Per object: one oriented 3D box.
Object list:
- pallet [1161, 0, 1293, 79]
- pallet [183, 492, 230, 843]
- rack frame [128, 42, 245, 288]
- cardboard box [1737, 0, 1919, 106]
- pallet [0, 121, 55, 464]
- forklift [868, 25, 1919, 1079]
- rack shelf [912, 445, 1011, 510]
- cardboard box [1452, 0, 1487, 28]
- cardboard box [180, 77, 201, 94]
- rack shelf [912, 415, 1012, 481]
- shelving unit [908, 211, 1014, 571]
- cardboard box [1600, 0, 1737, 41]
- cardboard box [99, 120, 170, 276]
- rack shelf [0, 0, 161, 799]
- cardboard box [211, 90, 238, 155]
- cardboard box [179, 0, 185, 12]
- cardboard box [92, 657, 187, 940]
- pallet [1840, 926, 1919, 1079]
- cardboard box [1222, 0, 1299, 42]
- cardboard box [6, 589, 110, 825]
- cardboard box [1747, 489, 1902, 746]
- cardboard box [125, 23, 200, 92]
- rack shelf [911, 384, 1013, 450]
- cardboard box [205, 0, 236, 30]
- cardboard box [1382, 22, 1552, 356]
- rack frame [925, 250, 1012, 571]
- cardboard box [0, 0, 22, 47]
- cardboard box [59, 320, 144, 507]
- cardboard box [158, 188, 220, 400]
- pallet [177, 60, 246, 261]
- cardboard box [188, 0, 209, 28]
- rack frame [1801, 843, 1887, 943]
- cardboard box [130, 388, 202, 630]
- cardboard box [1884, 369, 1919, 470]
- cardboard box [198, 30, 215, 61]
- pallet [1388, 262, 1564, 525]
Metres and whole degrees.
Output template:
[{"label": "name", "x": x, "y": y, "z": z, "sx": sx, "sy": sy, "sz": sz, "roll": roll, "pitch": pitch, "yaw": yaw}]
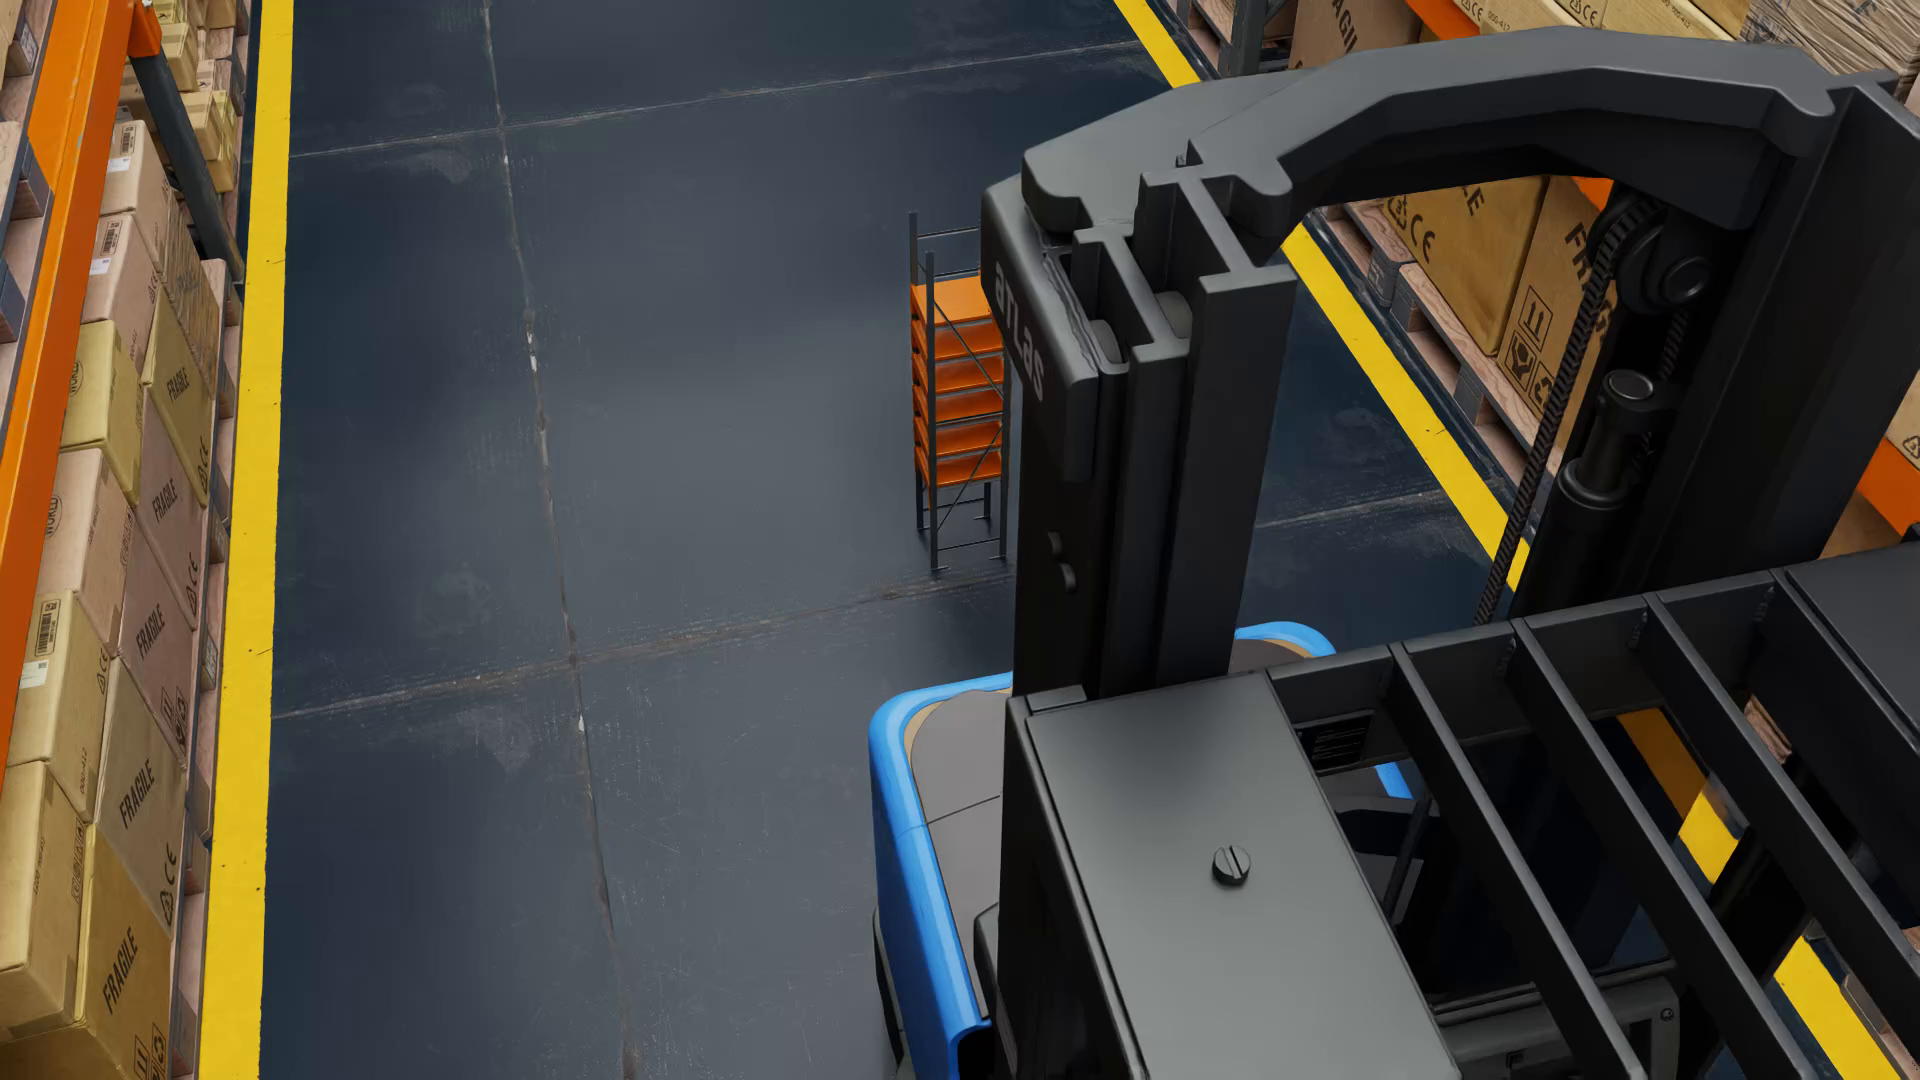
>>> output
[{"label": "pallet", "x": 1.484, "y": -2.481, "z": 7.533, "sx": 1.003, "sy": 0.211, "sz": 1.213, "roll": -11, "pitch": 47, "yaw": -10}, {"label": "pallet", "x": -2.639, "y": 0.414, "z": 4.696, "sx": 1.003, "sy": 0.211, "sz": 1.213, "roll": -11, "pitch": 47, "yaw": -10}, {"label": "rack frame", "x": -3.156, "y": -1.943, "z": 5.054, "sx": 1.000, "sy": 3.000, "sz": 0.127, "roll": -11, "pitch": 47, "yaw": -10}, {"label": "cardboard box", "x": 2.103, "y": -1.203, "z": 3.558, "sx": 0.500, "sy": 0.500, "sz": 0.500, "roll": -10, "pitch": 46, "yaw": -10}, {"label": "pallet", "x": -2.678, "y": -0.473, "z": 3.748, "sx": 1.003, "sy": 0.211, "sz": 1.213, "roll": -11, "pitch": 47, "yaw": -10}, {"label": "forklift", "x": 0.643, "y": 0.992, "z": 2.225, "sx": 1.130, "sy": 2.935, "sz": 3.031, "roll": -10, "pitch": 46, "yaw": -10}, {"label": "rack shelf", "x": 0.004, "y": -0.211, "z": 5.015, "sx": 0.258, "sy": 0.103, "sz": 0.180, "roll": -11, "pitch": 47, "yaw": -10}, {"label": "cardboard box", "x": 1.710, "y": -1.799, "z": 5.018, "sx": 0.500, "sy": 0.250, "sz": 0.500, "roll": -11, "pitch": 47, "yaw": -11}, {"label": "cardboard box", "x": -3.091, "y": -1.663, "z": 6.273, "sx": 0.380, "sy": 0.149, "sz": 0.250, "roll": -10, "pitch": 46, "yaw": -10}, {"label": "rack shelf", "x": 0.004, "y": -0.295, "z": 4.929, "sx": 0.258, "sy": 0.103, "sz": 0.180, "roll": -11, "pitch": 47, "yaw": -10}, {"label": "shelving unit", "x": 0.004, "y": -0.410, "z": 4.812, "sx": 0.258, "sy": 1.200, "sz": 0.189, "roll": -11, "pitch": 47, "yaw": -10}, {"label": "cardboard box", "x": 1.972, "y": -1.269, "z": 4.149, "sx": 0.500, "sy": 0.250, "sz": 0.500, "roll": -12, "pitch": 47, "yaw": -11}, {"label": "cardboard box", "x": -2.721, "y": -1.009, "z": 5.070, "sx": 0.500, "sy": 0.250, "sz": 0.500, "roll": -12, "pitch": 47, "yaw": -11}, {"label": "rack shelf", "x": -2.644, "y": -0.310, "z": 3.957, "sx": 1.077, "sy": 0.370, "sz": 4.000, "roll": -11, "pitch": 47, "yaw": -10}, {"label": "cardboard box", "x": -3.007, "y": -1.586, "z": 6.406, "sx": 0.380, "sy": 0.149, "sz": 0.250, "roll": -9, "pitch": 46, "yaw": -9}, {"label": "cardboard box", "x": -3.258, "y": -2.118, "z": 6.511, "sx": 0.380, "sy": 0.149, "sz": 0.250, "roll": -12, "pitch": 47, "yaw": -11}, {"label": "cardboard box", "x": -2.199, "y": 0.665, "z": 3.954, "sx": 0.500, "sy": 0.500, "sz": 0.500, "roll": -10, "pitch": 46, "yaw": -10}, {"label": "pallet", "x": 2.826, "y": 1.360, "z": 3.770, "sx": 1.003, "sy": 0.211, "sz": 1.213, "roll": -11, "pitch": 47, "yaw": -10}, {"label": "cardboard box", "x": 1.546, "y": -2.621, "z": 7.218, "sx": 0.875, "sy": 0.438, "sz": 0.875, "roll": -11, "pitch": 47, "yaw": -11}, {"label": "cardboard box", "x": -2.204, "y": 0.414, "z": 3.675, "sx": 0.500, "sy": 0.250, "sz": 0.500, "roll": -11, "pitch": 47, "yaw": -11}, {"label": "cardboard box", "x": 2.531, "y": -0.051, "z": 4.394, "sx": 0.875, "sy": 0.875, "sz": 0.875, "roll": -11, "pitch": 47, "yaw": -11}, {"label": "cardboard box", "x": -3.057, "y": -1.777, "z": 6.177, "sx": 0.380, "sy": 0.149, "sz": 0.250, "roll": -9, "pitch": 46, "yaw": -8}, {"label": "rack shelf", "x": 0.004, "y": -0.379, "z": 4.843, "sx": 0.258, "sy": 0.103, "sz": 0.180, "roll": -11, "pitch": 47, "yaw": -10}, {"label": "cardboard box", "x": -3.310, "y": -2.290, "z": 7.096, "sx": 0.380, "sy": 0.149, "sz": 0.250, "roll": -12, "pitch": 47, "yaw": -11}, {"label": "cardboard box", "x": 2.078, "y": -1.285, "z": 5.603, "sx": 0.875, "sy": 0.875, "sz": 0.875, "roll": -9, "pitch": 46, "yaw": -9}, {"label": "rack frame", "x": 0.027, "y": -0.347, "z": 4.750, "sx": 0.240, "sy": 1.200, "sz": 0.006, "roll": -11, "pitch": 47, "yaw": -10}, {"label": "cardboard box", "x": -2.734, "y": -1.412, "z": 4.416, "sx": 0.380, "sy": 0.149, "sz": 0.250, "roll": -11, "pitch": 47, "yaw": -10}, {"label": "cardboard box", "x": -2.453, "y": -0.290, "z": 4.365, "sx": 0.500, "sy": 0.250, "sz": 0.500, "roll": -13, "pitch": 47, "yaw": -12}, {"label": "cardboard box", "x": -2.723, "y": -0.750, "z": 5.341, "sx": 0.500, "sy": 0.500, "sz": 0.500, "roll": -12, "pitch": 47, "yaw": -11}, {"label": "pallet", "x": -3.362, "y": -1.424, "z": 6.498, "sx": 1.003, "sy": 0.211, "sz": 1.213, "roll": -11, "pitch": 47, "yaw": -10}, {"label": "cardboard box", "x": -3.302, "y": -2.206, "z": 6.805, "sx": 0.380, "sy": 0.149, "sz": 0.250, "roll": -9, "pitch": 46, "yaw": -8}, {"label": "rack frame", "x": 2.627, "y": -0.156, "z": 3.303, "sx": 1.000, "sy": 3.000, "sz": 0.127, "roll": -11, "pitch": 47, "yaw": -10}, {"label": "cardboard box", "x": -2.465, "y": -0.041, "z": 4.646, "sx": 0.500, "sy": 0.500, "sz": 0.500, "roll": -12, "pitch": 47, "yaw": -11}, {"label": "cardboard box", "x": 2.247, "y": -0.405, "z": 3.652, "sx": 0.500, "sy": 0.250, "sz": 0.500, "roll": -12, "pitch": 47, "yaw": -12}, {"label": "cardboard box", "x": -3.234, "y": -1.914, "z": 6.728, "sx": 0.380, "sy": 0.149, "sz": 0.250, "roll": -12, "pitch": 47, "yaw": -11}, {"label": "pallet", "x": 2.189, "y": -0.579, "z": 5.669, "sx": 1.003, "sy": 0.211, "sz": 1.213, "roll": -11, "pitch": 47, "yaw": -10}]
